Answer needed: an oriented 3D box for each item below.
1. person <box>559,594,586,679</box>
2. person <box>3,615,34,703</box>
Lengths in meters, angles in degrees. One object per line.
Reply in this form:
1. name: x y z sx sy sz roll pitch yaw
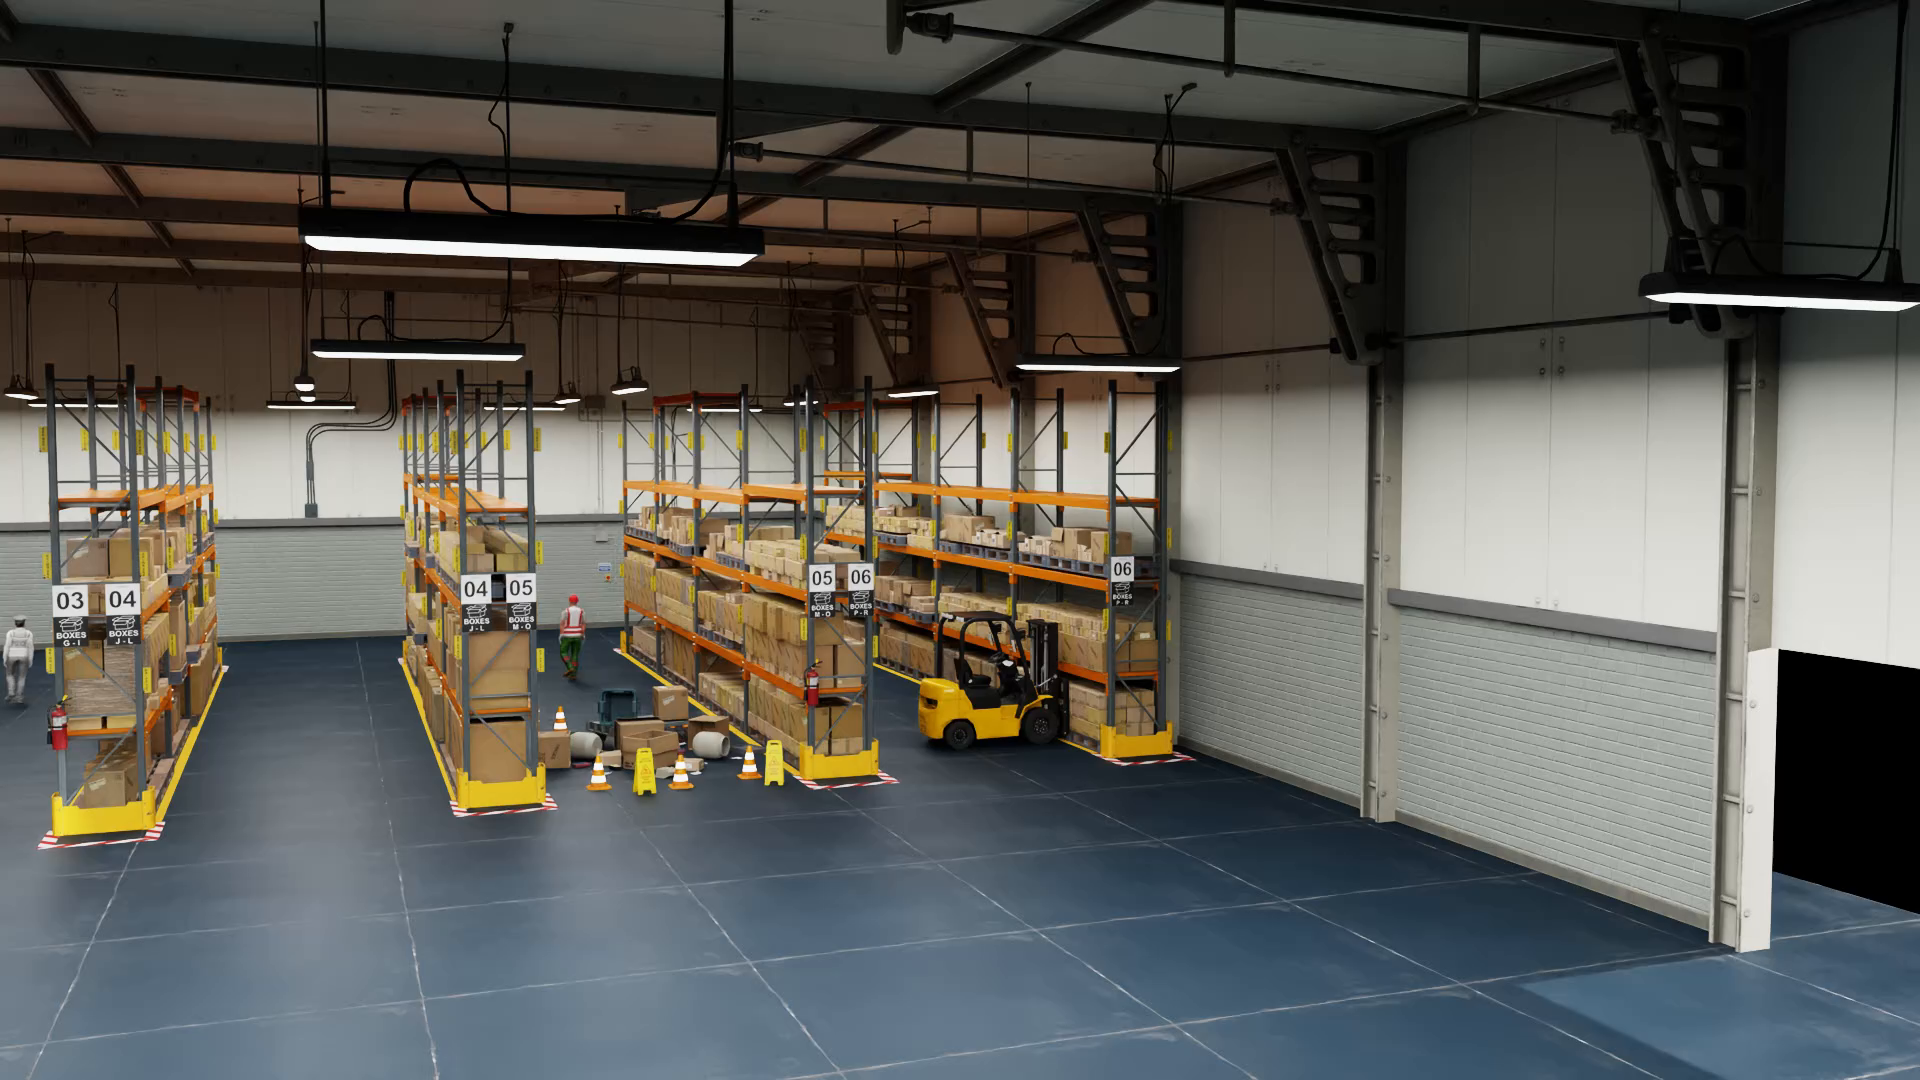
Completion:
1. person: -8.182 2.050 35.144 0.590 1.783 0.527 -2 4 -30
2. person: -18.078 2.289 31.943 0.523 1.676 0.405 -2 4 -26
